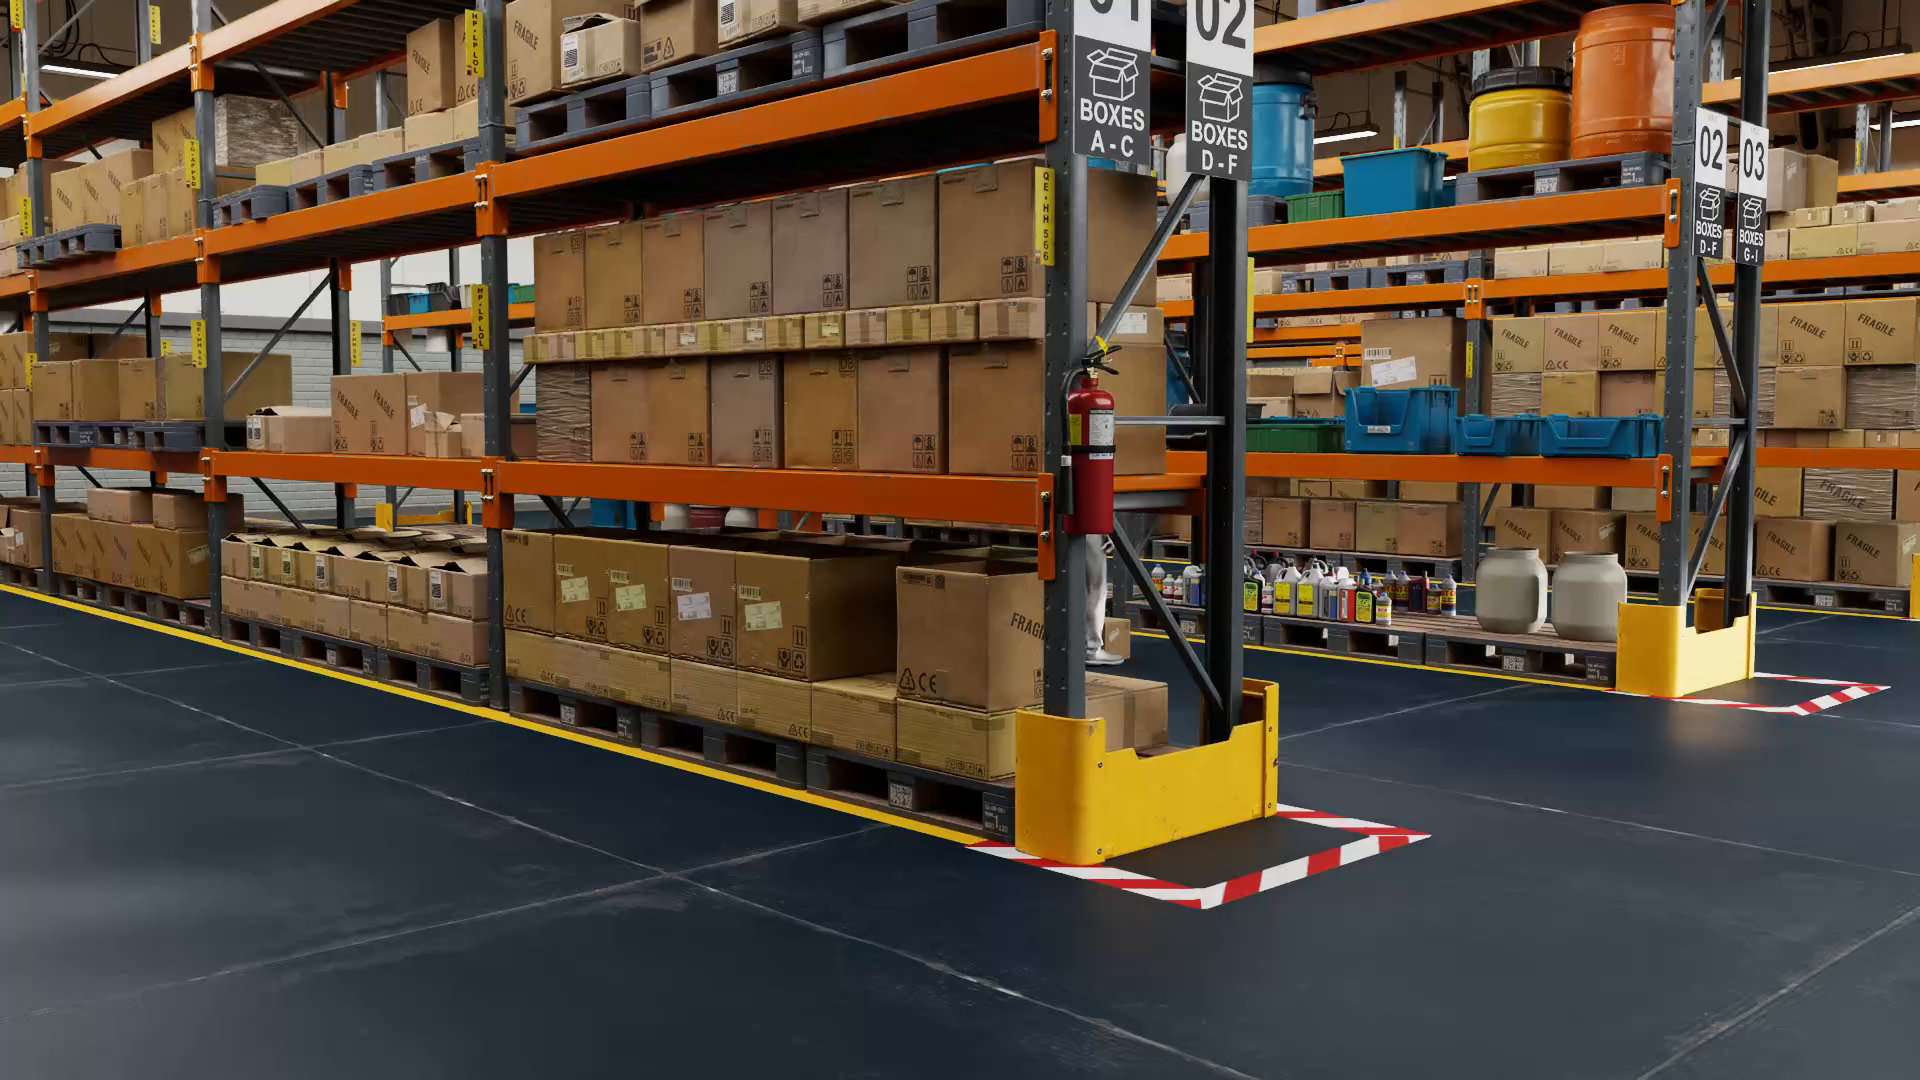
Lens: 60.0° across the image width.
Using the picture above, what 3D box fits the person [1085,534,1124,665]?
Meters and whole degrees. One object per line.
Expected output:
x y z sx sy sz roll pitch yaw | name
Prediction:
0.758 -0.062 10.387 0.403 1.663 0.529 -4 6 -43 | person
